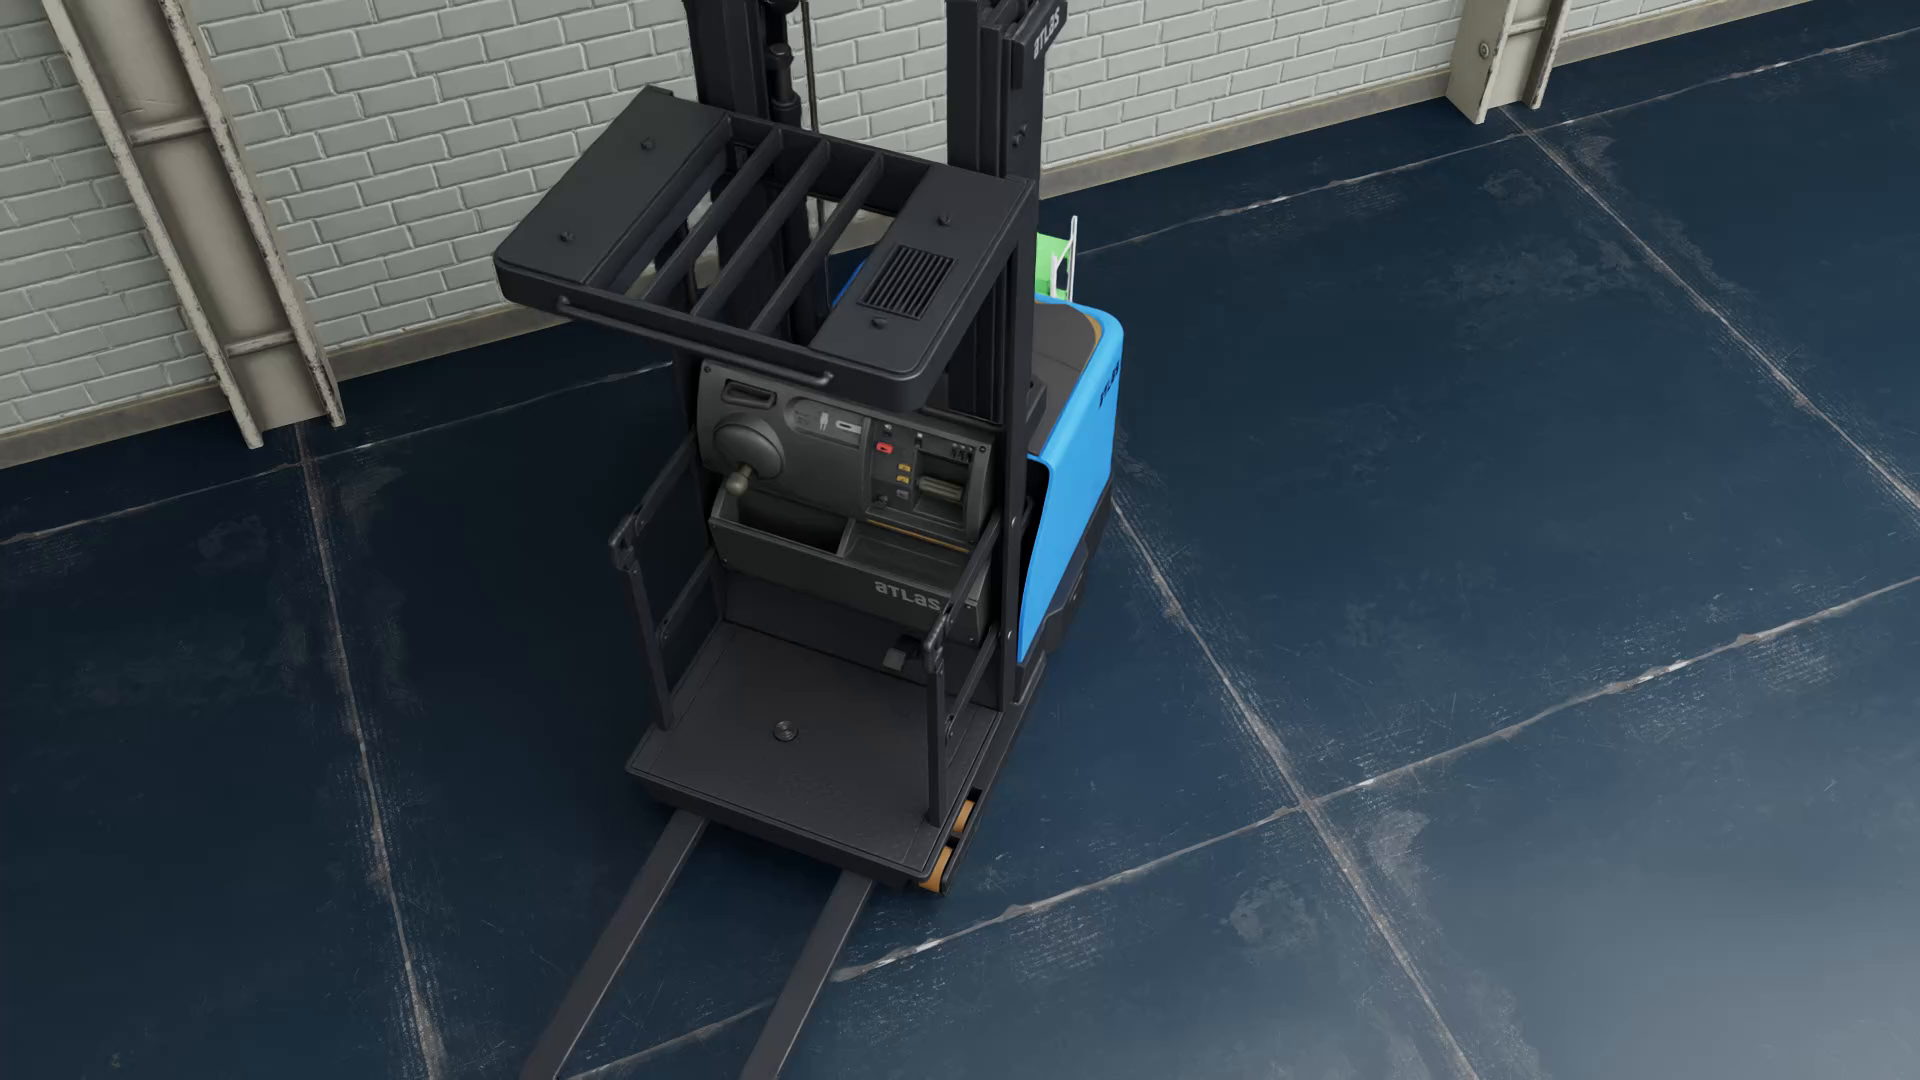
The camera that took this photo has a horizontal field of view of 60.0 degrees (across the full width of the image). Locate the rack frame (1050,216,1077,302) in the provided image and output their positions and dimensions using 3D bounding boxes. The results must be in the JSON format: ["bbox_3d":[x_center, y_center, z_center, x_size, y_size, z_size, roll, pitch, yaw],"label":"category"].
[{"bbox_3d":[0.374,-0.697,6.398,0.015,1.200,0.240,17,51,14],"label":"rack frame"}]

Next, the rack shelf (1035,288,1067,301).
[{"bbox_3d":[0.147,-0.879,6.323,0.480,0.148,0.258,17,51,14],"label":"rack shelf"}]

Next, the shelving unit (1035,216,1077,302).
[{"bbox_3d":[0.147,-0.765,6.456,0.503,1.200,0.258,17,51,14],"label":"shelving unit"}]

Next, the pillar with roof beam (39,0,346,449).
[{"bbox_3d":[-1.202,-0.449,1.045,0.400,9.000,9.100,-17,52,-14],"label":"pillar with roof beam"}]

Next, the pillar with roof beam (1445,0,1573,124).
[{"bbox_3d":[4.352,-2.170,2.523,0.400,9.000,9.100,-17,52,-14],"label":"pillar with roof beam"}]

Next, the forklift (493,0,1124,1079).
[{"bbox_3d":[-0.430,-0.148,4.786,1.130,2.935,3.031,17,51,14],"label":"forklift"}]

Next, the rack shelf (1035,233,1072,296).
[{"bbox_3d":[0.147,-1.036,6.141,0.480,0.148,0.258,17,51,14],"label":"rack shelf"}]
